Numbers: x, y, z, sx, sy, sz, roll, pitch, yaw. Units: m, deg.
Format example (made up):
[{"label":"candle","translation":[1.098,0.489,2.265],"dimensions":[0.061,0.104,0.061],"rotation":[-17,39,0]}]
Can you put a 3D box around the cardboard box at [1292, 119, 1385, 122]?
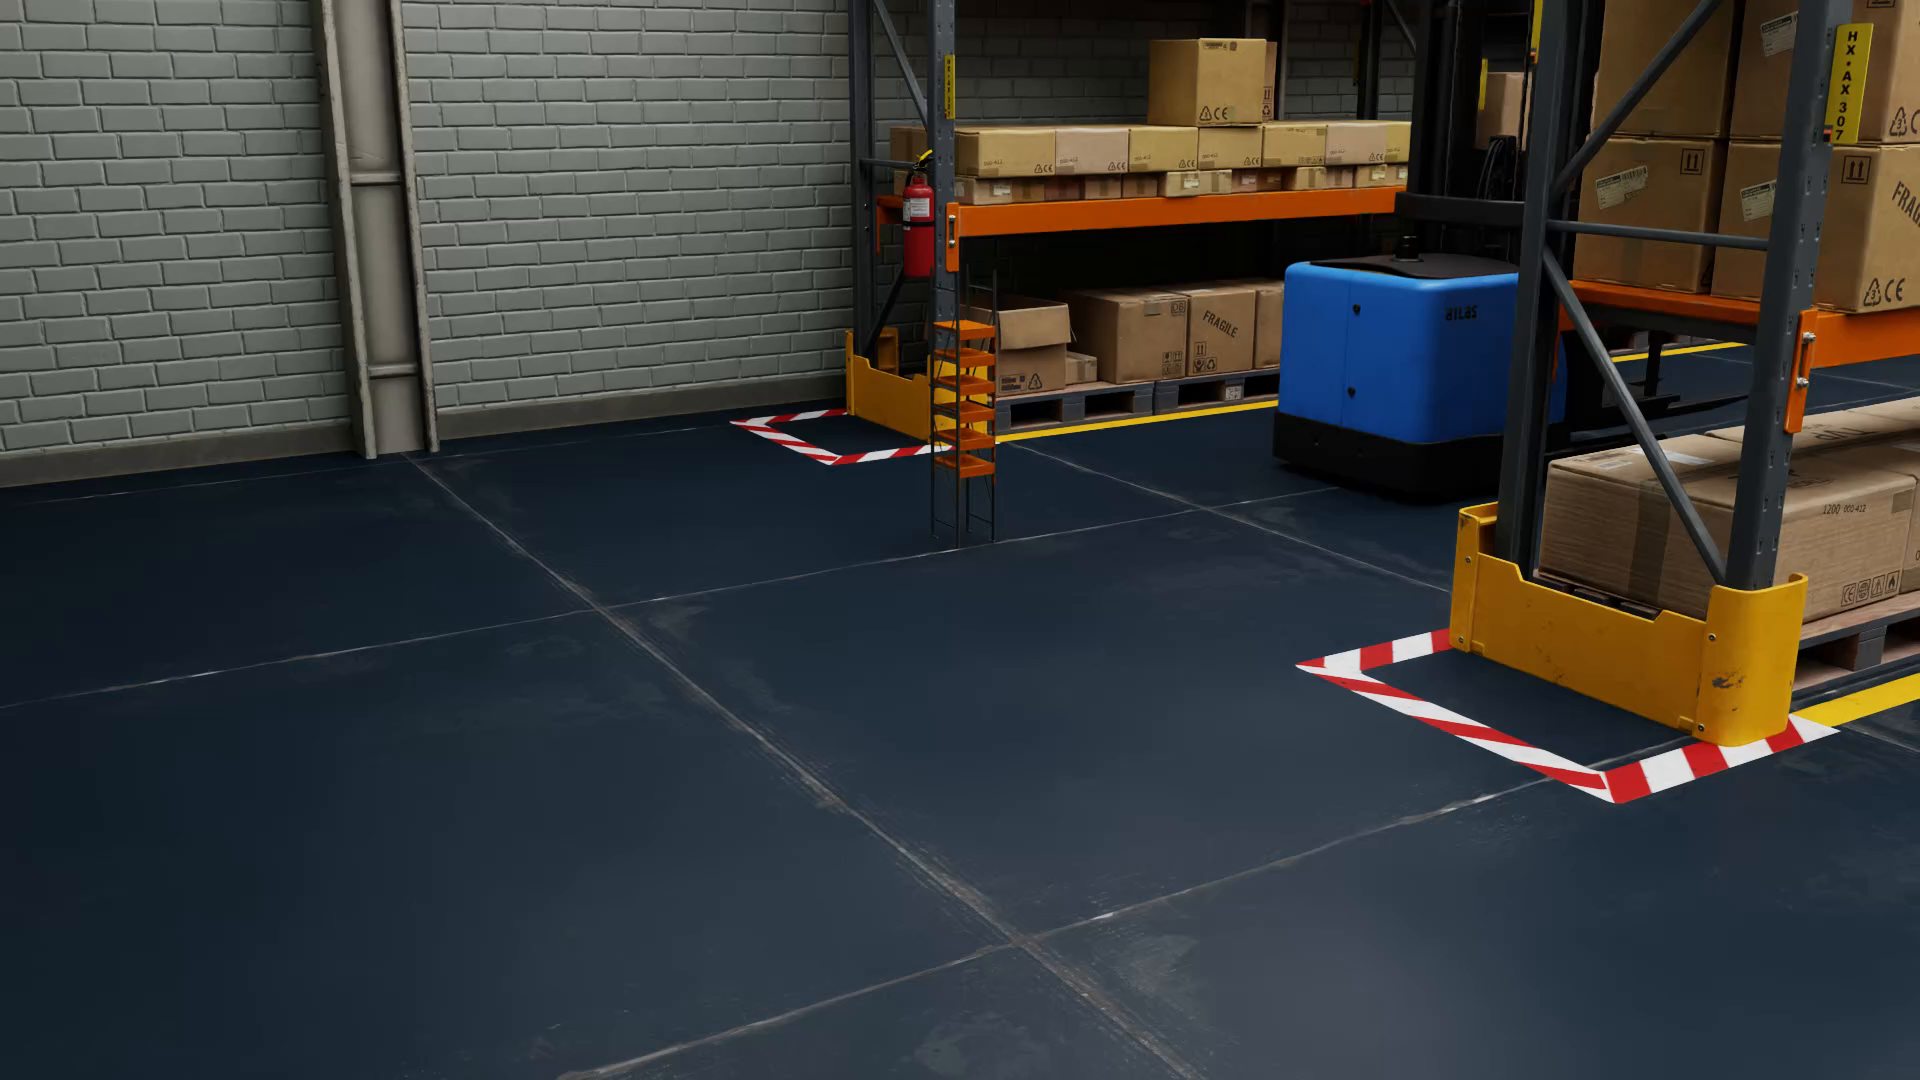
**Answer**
[{"label":"cardboard box","translation":[2.529,-2.730,11.317],"dimensions":[0.500,0.250,0.500],"rotation":[-9,18,-30]}]

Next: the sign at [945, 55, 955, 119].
[{"label":"sign","translation":[-0.056,-2.400,8.811],"dimensions":[0.005,0.325,0.100],"rotation":[-9,18,-30]}]

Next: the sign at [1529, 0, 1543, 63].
[{"label":"sign","translation":[1.956,-1.760,5.548],"dimensions":[0.005,0.325,0.100],"rotation":[-9,18,-30]}]

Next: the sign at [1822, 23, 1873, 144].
[{"label":"sign","translation":[2.504,-1.287,4.692],"dimensions":[0.005,0.325,0.100],"rotation":[-9,18,-30]}]

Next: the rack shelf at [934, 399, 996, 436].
[{"label":"rack shelf","translation":[0.012,-0.537,7.267],"dimensions":[0.180,0.103,0.258],"rotation":[-9,18,-30]}]

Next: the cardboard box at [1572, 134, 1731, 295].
[{"label":"cardboard box","translation":[2.501,-1.138,5.725],"dimensions":[0.500,0.500,0.500],"rotation":[-9,18,-29]}]

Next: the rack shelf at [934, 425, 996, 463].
[{"label":"rack shelf","translation":[0.012,-0.421,7.299],"dimensions":[0.180,0.103,0.258],"rotation":[-9,18,-30]}]

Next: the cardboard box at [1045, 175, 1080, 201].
[{"label":"cardboard box","translation":[0.489,-2.061,9.670],"dimensions":[0.250,0.149,0.380],"rotation":[-9,18,-30]}]

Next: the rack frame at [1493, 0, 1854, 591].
[{"label":"rack frame","translation":[2.224,-0.961,5.281],"dimensions":[0.127,3.000,1.000],"rotation":[-9,18,-30]}]

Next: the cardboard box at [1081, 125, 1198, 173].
[{"label":"cardboard box","translation":[1.057,-2.322,9.863],"dimensions":[0.500,0.250,0.500],"rotation":[-10,18,-31]}]

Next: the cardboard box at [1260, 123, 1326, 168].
[{"label":"cardboard box","translation":[1.926,-2.469,10.389],"dimensions":[0.500,0.250,0.500],"rotation":[-9,18,-30]}]

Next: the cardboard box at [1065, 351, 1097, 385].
[{"label":"cardboard box","translation":[0.621,-1.052,10.108],"dimensions":[0.250,0.149,0.380],"rotation":[-10,19,-32]}]

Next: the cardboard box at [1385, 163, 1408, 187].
[{"label":"cardboard box","translation":[2.737,-2.400,10.880],"dimensions":[0.250,0.149,0.380],"rotation":[-9,18,-28]}]

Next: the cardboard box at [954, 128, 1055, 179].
[{"label":"cardboard box","translation":[0.192,-2.181,9.359],"dimensions":[0.500,0.250,0.500],"rotation":[-9,18,-29]}]

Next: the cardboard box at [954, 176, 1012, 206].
[{"label":"cardboard box","translation":[0.087,-1.970,9.347],"dimensions":[0.250,0.149,0.380],"rotation":[-9,18,-30]}]

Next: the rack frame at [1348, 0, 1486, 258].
[{"label":"rack frame","translation":[3.093,-2.665,11.360],"dimensions":[0.127,3.000,1.000],"rotation":[-9,18,-30]}]

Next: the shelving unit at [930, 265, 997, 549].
[{"label":"shelving unit","translation":[0.012,-0.580,7.255],"dimensions":[0.189,1.200,0.258],"rotation":[-9,18,-30]}]

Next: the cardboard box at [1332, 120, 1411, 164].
[{"label":"cardboard box","translation":[2.782,-2.609,10.886],"dimensions":[0.500,0.250,0.500],"rotation":[-9,18,-28]}]

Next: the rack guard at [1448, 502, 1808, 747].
[{"label":"rack guard","translation":[2.203,0.246,5.607],"dimensions":[0.348,0.500,1.175],"rotation":[-9,18,-30]}]

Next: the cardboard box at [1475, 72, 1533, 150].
[{"label":"cardboard box","translation":[3.623,-2.931,11.345],"dimensions":[0.500,0.500,0.700],"rotation":[-9,18,-28]}]

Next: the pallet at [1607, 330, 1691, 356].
[{"label":"pallet","translation":[4.817,-1.615,12.779],"dimensions":[1.213,0.211,1.003],"rotation":[-9,18,-30]}]

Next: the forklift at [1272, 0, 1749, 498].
[{"label":"forklift","translation":[3.155,-1.897,8.747],"dimensions":[3.031,2.935,1.130],"rotation":[-10,18,-32]}]

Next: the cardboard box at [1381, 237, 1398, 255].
[{"label":"cardboard box","translation":[3.260,-2.094,11.973],"dimensions":[0.250,0.149,0.380],"rotation":[-10,19,-32]}]

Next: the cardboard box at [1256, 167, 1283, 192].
[{"label":"cardboard box","translation":[1.805,-2.276,10.438],"dimensions":[0.250,0.149,0.380],"rotation":[-9,18,-29]}]

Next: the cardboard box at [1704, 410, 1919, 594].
[{"label":"cardboard box","translation":[3.518,-0.174,6.441],"dimensions":[0.875,0.438,0.875],"rotation":[-9,18,-28]}]

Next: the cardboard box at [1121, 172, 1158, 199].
[{"label":"cardboard box","translation":[0.962,-2.120,9.881],"dimensions":[0.250,0.149,0.380],"rotation":[-9,18,-29]}]

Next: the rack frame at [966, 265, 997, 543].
[{"label":"rack frame","translation":[0.091,-0.592,7.300],"dimensions":[0.006,1.200,0.240],"rotation":[-9,18,-30]}]

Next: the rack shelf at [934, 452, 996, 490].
[{"label":"rack shelf","translation":[0.012,-0.306,7.332],"dimensions":[0.180,0.103,0.258],"rotation":[-9,18,-30]}]

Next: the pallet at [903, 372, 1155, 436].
[{"label":"pallet","translation":[0.412,-0.888,10.186],"dimensions":[1.213,0.211,1.003],"rotation":[-9,18,-30]}]

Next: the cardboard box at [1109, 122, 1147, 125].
[{"label":"cardboard box","translation":[1.239,-2.517,10.559],"dimensions":[0.500,0.250,0.500],"rotation":[-9,18,-30]}]

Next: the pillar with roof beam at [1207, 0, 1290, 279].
[{"label":"pillar with roof beam","translation":[4.249,-4.669,7.395],"dimensions":[0.400,9.000,9.100],"rotation":[-9,18,-30]}]

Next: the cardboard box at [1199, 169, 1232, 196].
[{"label":"cardboard box","translation":[1.432,-2.179,10.092],"dimensions":[0.250,0.149,0.380],"rotation":[-9,18,-28]}]

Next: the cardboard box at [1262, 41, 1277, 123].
[{"label":"cardboard box","translation":[1.679,-2.952,10.720],"dimensions":[0.500,0.500,0.500],"rotation":[-10,18,-31]}]

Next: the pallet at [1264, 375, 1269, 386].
[{"label":"pallet","translation":[2.504,-1.227,11.396],"dimensions":[1.213,0.211,1.003],"rotation":[-9,18,-30]}]

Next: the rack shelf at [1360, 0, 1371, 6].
[{"label":"rack shelf","translation":[1.378,-3.485,10.060],"dimensions":[4.000,0.370,1.077],"rotation":[-9,18,-30]}]

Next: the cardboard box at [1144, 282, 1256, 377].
[{"label":"cardboard box","translation":[1.495,-1.331,10.453],"dimensions":[0.500,0.500,0.500],"rotation":[-9,18,-29]}]

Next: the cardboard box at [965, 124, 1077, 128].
[{"label":"cardboard box","translation":[0.364,-2.377,10.058],"dimensions":[0.500,0.250,0.500],"rotation":[-9,18,-30]}]

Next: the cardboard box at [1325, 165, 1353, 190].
[{"label":"cardboard box","translation":[2.288,-2.328,10.623],"dimensions":[0.250,0.149,0.380],"rotation":[-9,18,-28]}]

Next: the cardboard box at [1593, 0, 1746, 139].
[{"label":"cardboard box","translation":[2.514,-1.613,5.568],"dimensions":[0.500,0.500,0.500],"rotation":[-9,18,-28]}]
